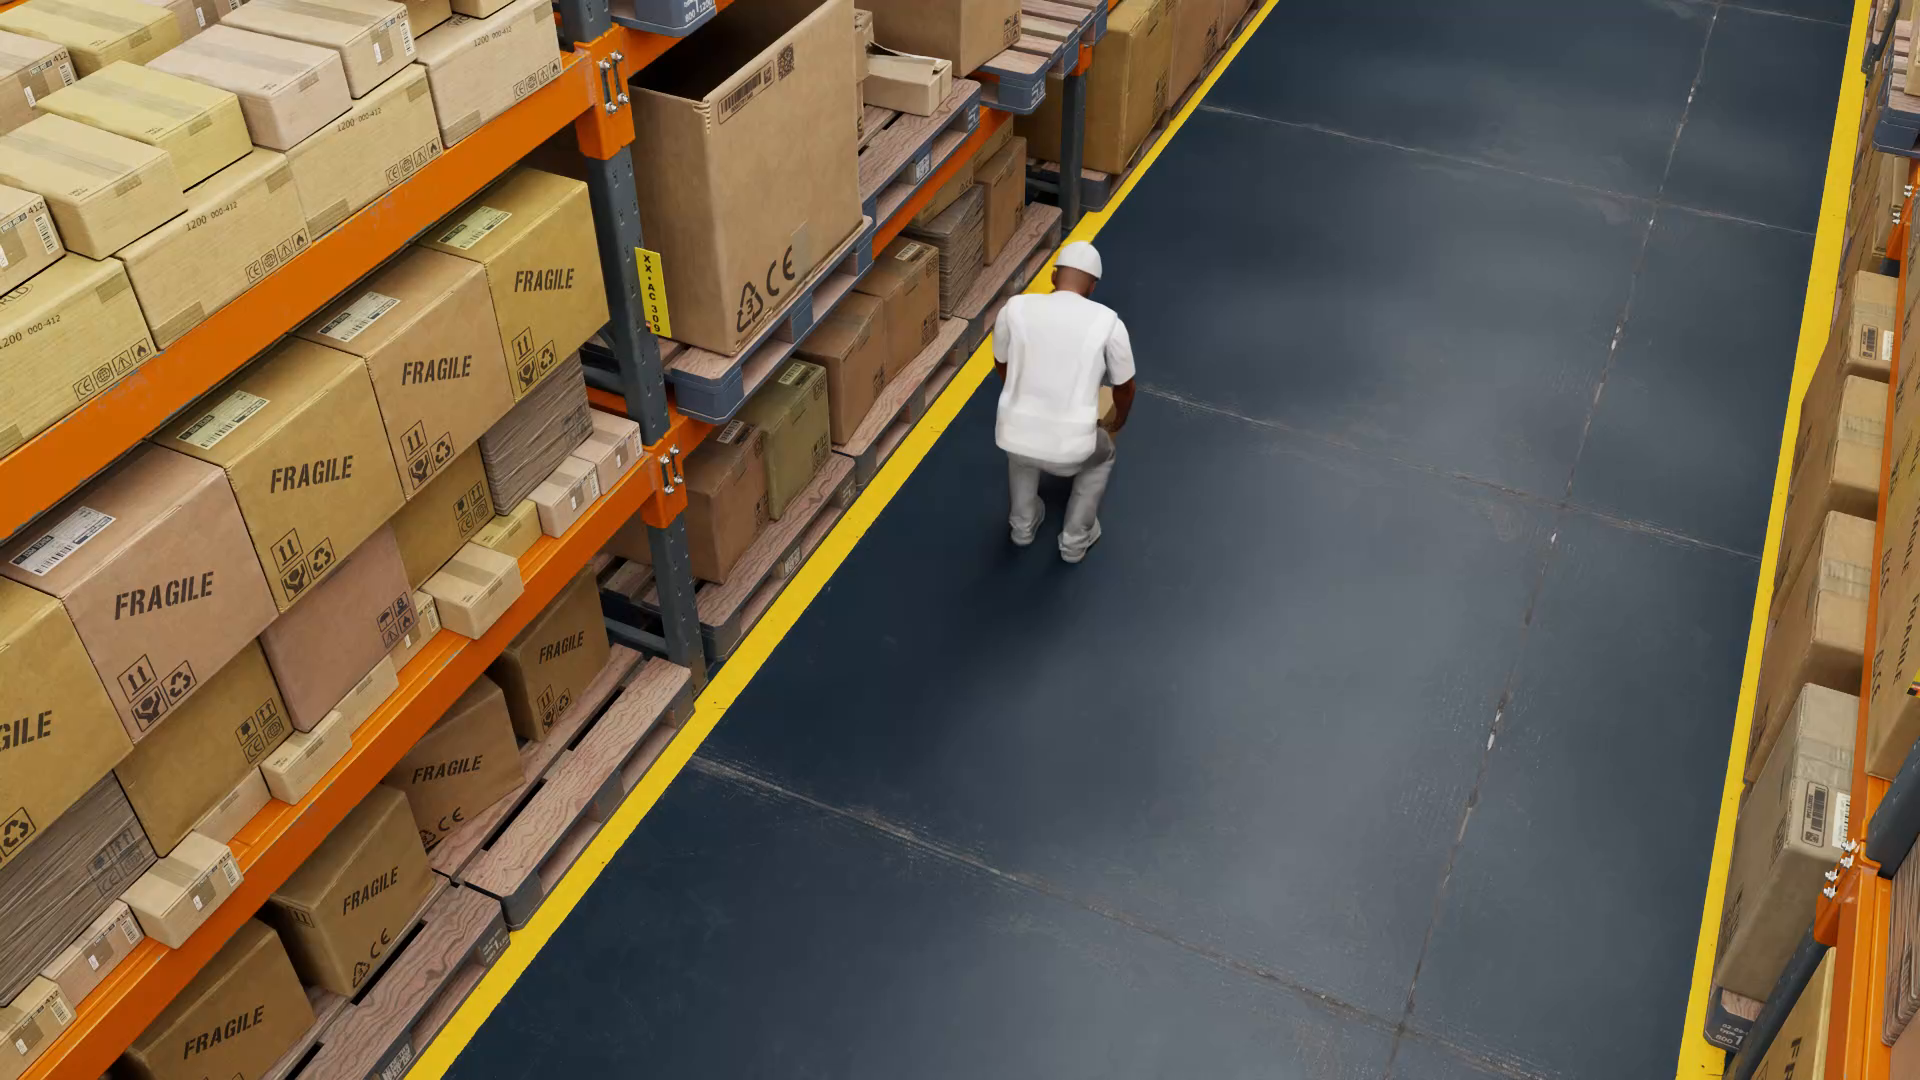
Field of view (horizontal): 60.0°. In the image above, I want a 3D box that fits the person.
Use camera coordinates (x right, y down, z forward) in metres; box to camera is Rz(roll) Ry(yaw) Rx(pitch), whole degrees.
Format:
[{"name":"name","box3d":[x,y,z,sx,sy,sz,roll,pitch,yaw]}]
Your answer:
[{"name":"person","box3d":[0.398,-0.560,7.108,0.630,1.317,0.802,14,44,16]}]
